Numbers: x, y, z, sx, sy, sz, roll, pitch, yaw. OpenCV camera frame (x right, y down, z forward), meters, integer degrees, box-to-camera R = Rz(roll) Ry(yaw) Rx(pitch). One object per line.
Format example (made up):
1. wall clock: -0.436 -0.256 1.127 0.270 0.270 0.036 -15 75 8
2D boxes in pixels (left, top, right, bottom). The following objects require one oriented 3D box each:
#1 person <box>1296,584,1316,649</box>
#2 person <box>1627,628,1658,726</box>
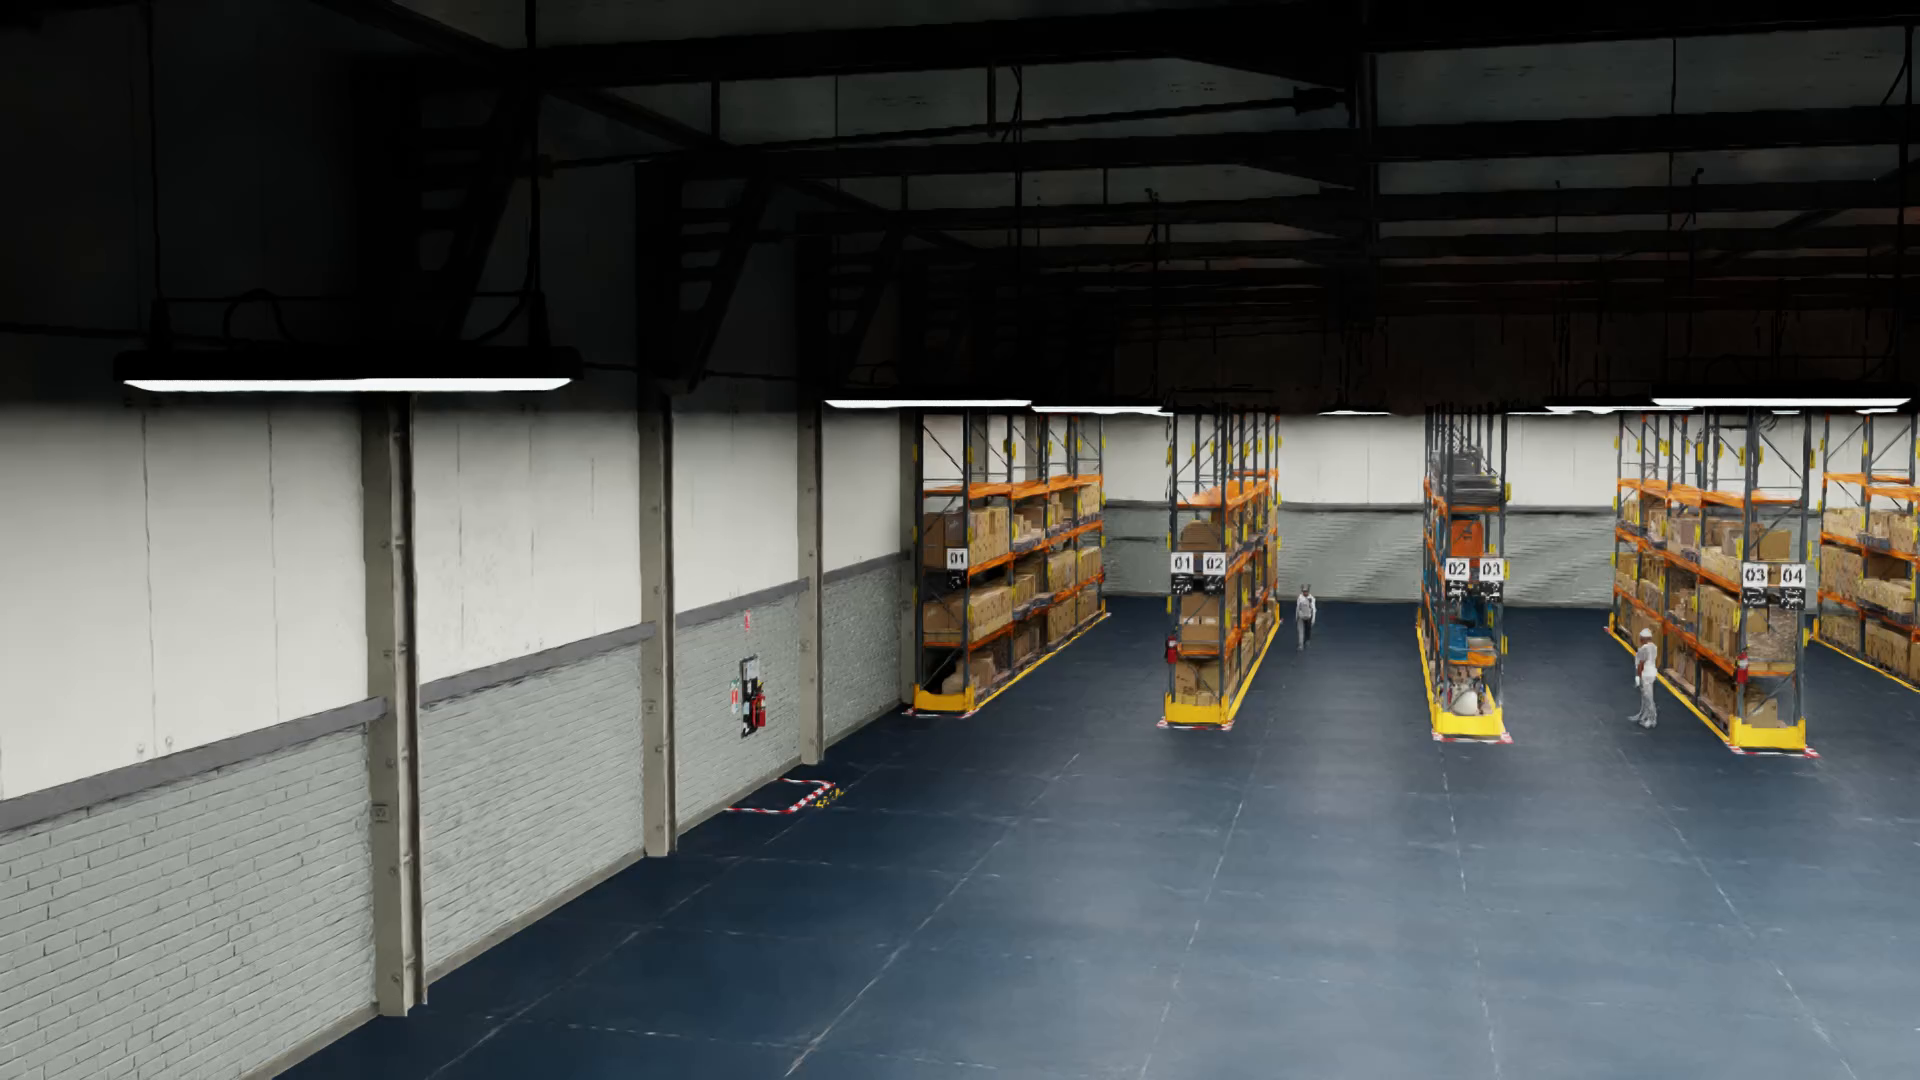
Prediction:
1. person: 8.552 1.874 41.100 0.488 1.590 1.089 1 4 12
2. person: 12.736 2.529 30.981 0.594 1.782 0.678 3 5 37
